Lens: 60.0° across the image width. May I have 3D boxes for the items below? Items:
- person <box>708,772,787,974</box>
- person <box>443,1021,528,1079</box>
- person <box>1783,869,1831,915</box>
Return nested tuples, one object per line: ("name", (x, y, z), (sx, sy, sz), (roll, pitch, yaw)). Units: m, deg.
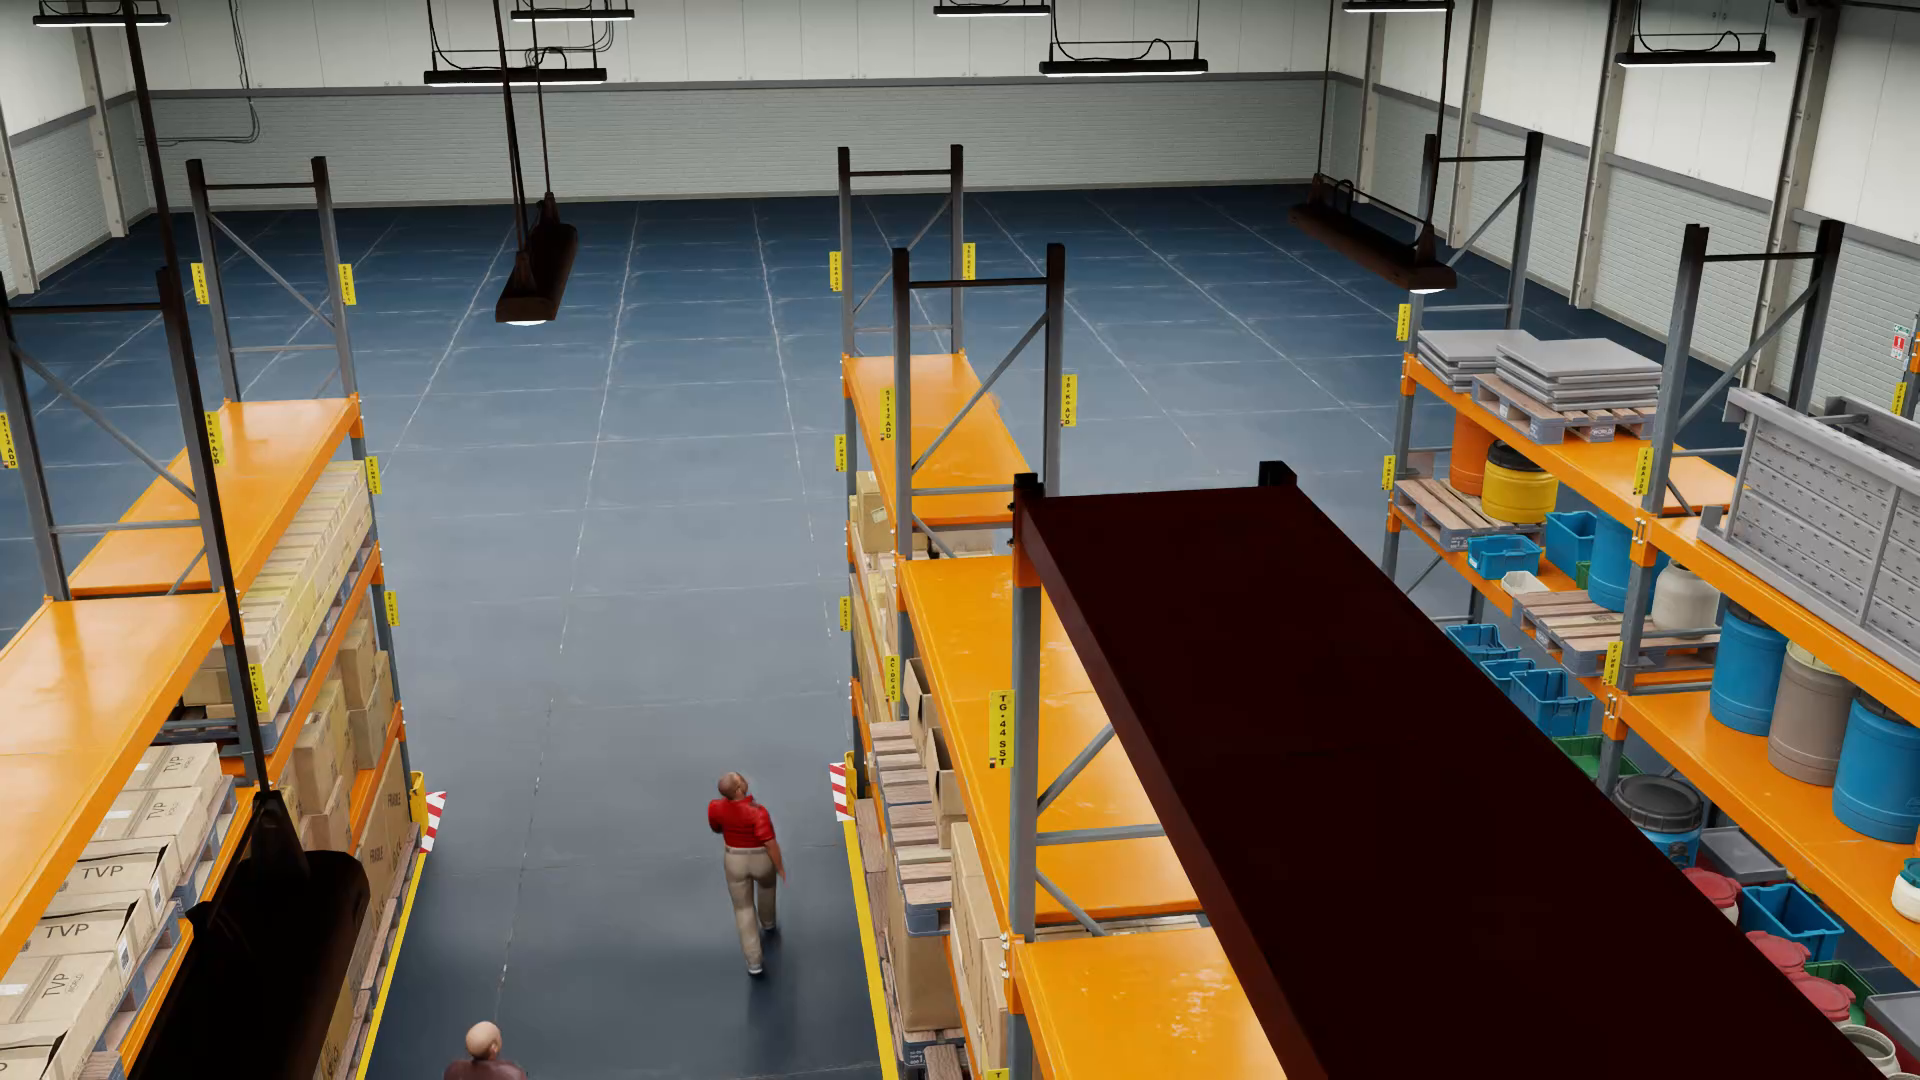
("person", (-1.666, 2.524, 13.072), (0.578, 1.712, 0.942), (-3, 22, -8))
("person", (-2.789, 3.728, 10.093), (0.611, 1.728, 0.939), (-2, 22, -6))
("person", (6.441, 2.606, 12.624), (0.410, 1.769, 0.632), (-5, 22, -13))
